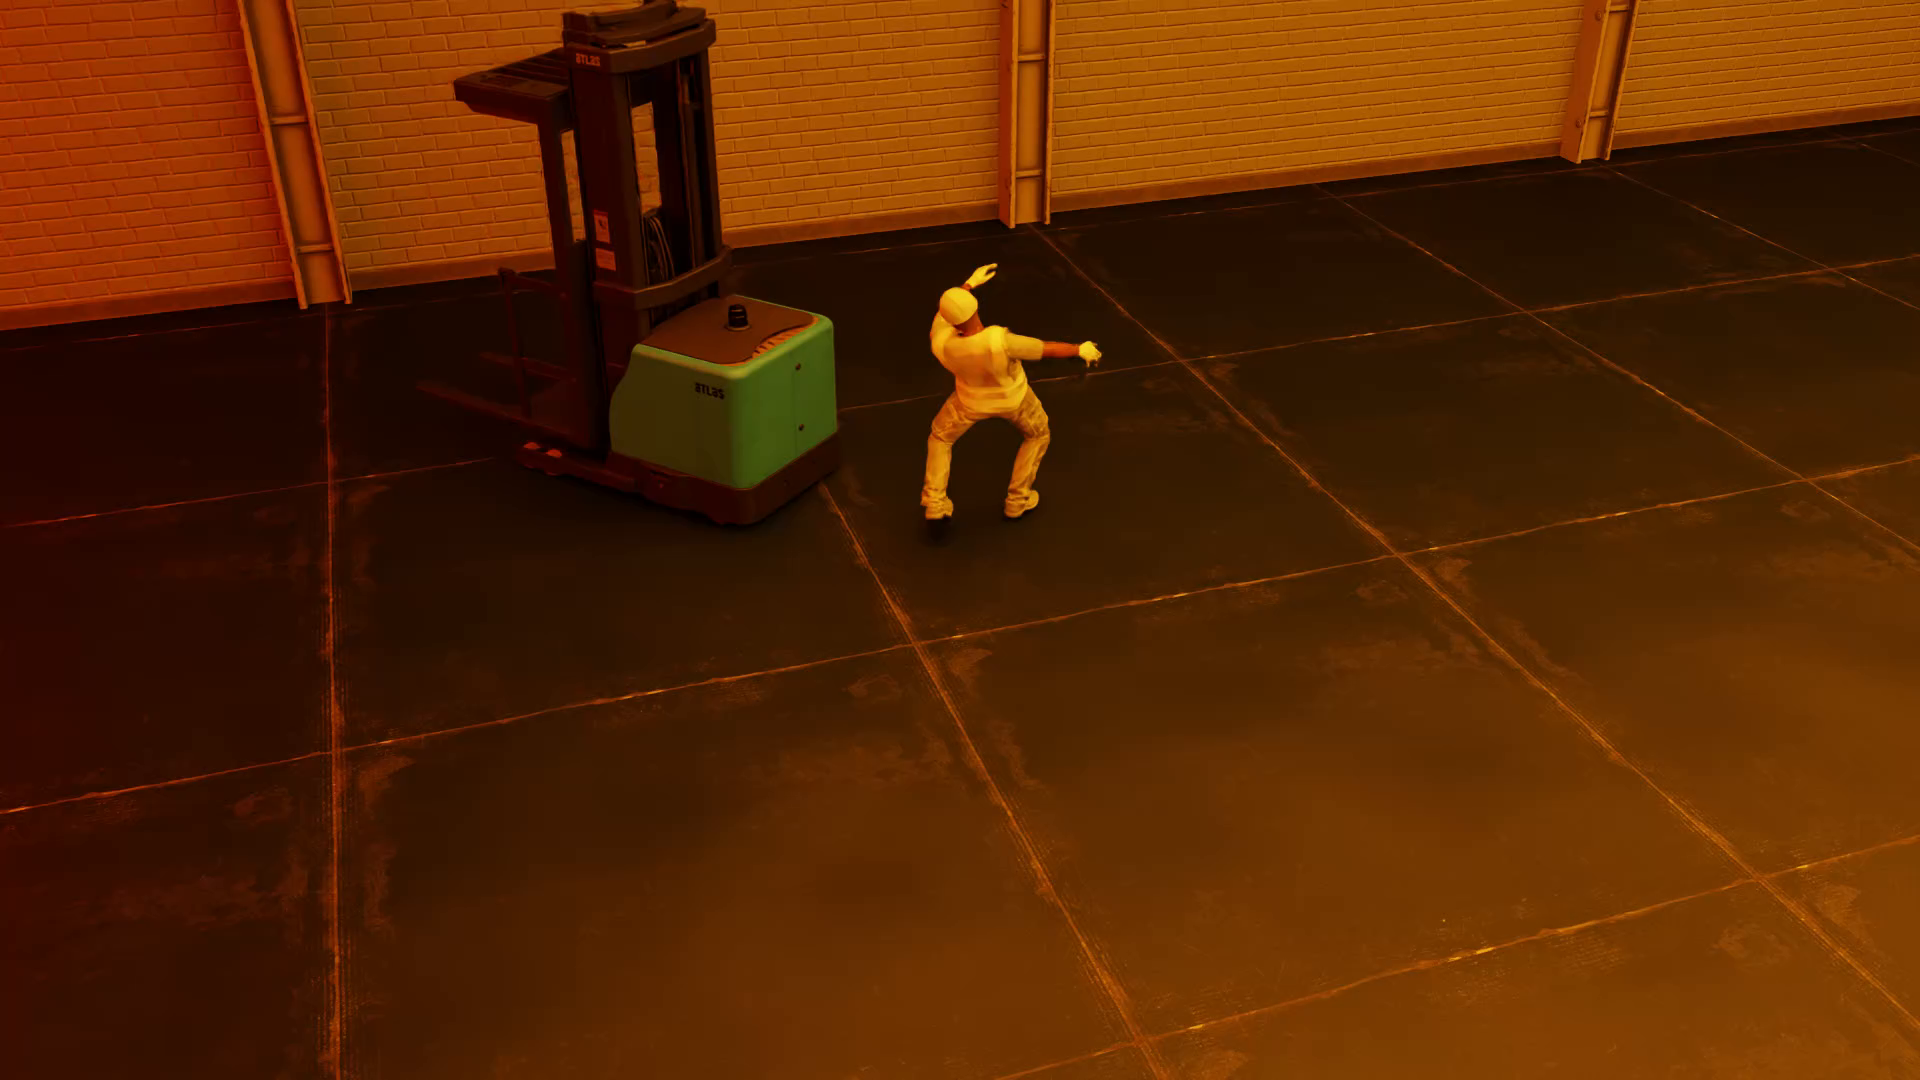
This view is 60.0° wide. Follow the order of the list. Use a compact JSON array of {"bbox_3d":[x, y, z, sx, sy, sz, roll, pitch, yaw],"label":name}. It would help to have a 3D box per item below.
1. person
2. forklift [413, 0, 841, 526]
[{"bbox_3d":[0.306,-0.866,9.948,1.078,1.539,0.786,1,30,2],"label":"person"},{"bbox_3d":[-2.296,-1.893,10.377,3.031,2.935,1.130,17,34,27],"label":"forklift"}]
